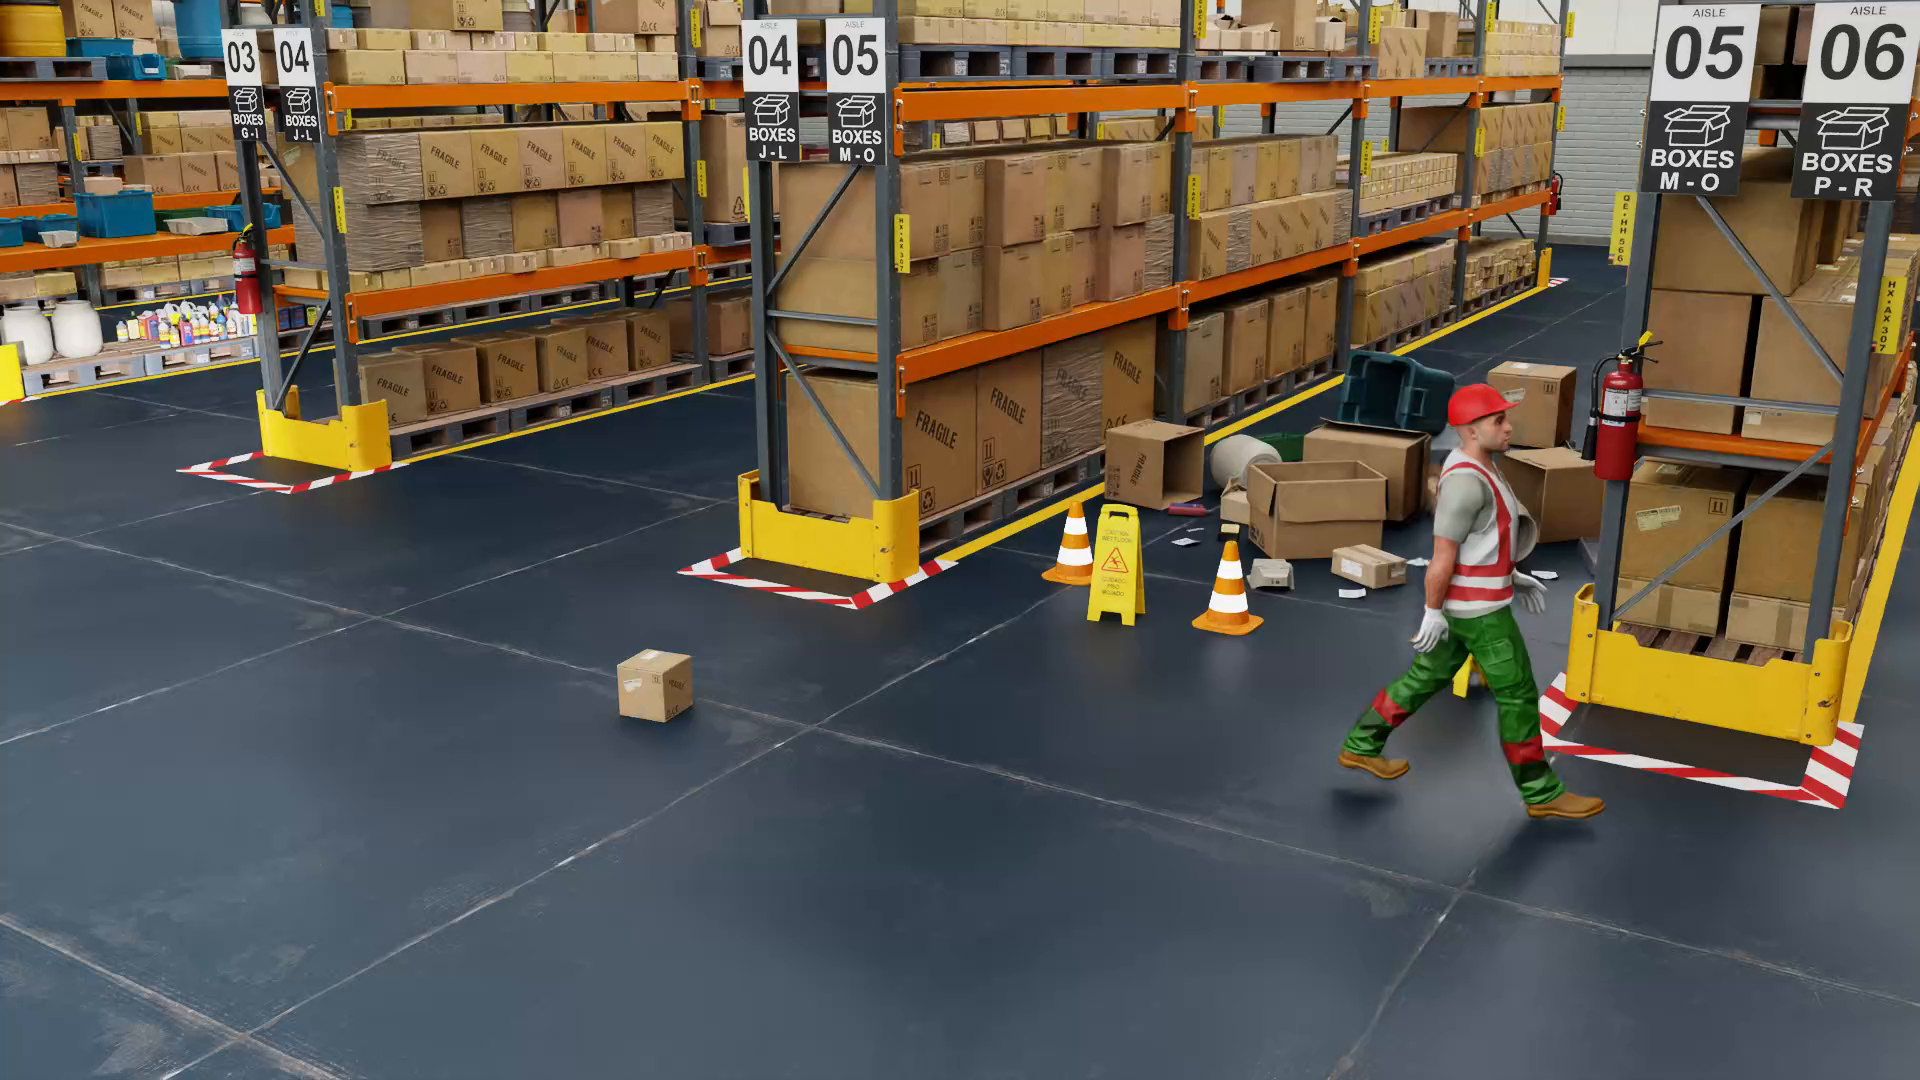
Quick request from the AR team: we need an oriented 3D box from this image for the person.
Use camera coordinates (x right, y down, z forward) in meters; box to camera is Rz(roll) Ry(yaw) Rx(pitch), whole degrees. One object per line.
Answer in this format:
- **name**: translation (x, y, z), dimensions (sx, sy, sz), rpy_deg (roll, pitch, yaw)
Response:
- **person**: translation (2.102, 0.236, 6.674), dimensions (1.057, 1.743, 0.527), rpy_deg (4, 16, 14)
